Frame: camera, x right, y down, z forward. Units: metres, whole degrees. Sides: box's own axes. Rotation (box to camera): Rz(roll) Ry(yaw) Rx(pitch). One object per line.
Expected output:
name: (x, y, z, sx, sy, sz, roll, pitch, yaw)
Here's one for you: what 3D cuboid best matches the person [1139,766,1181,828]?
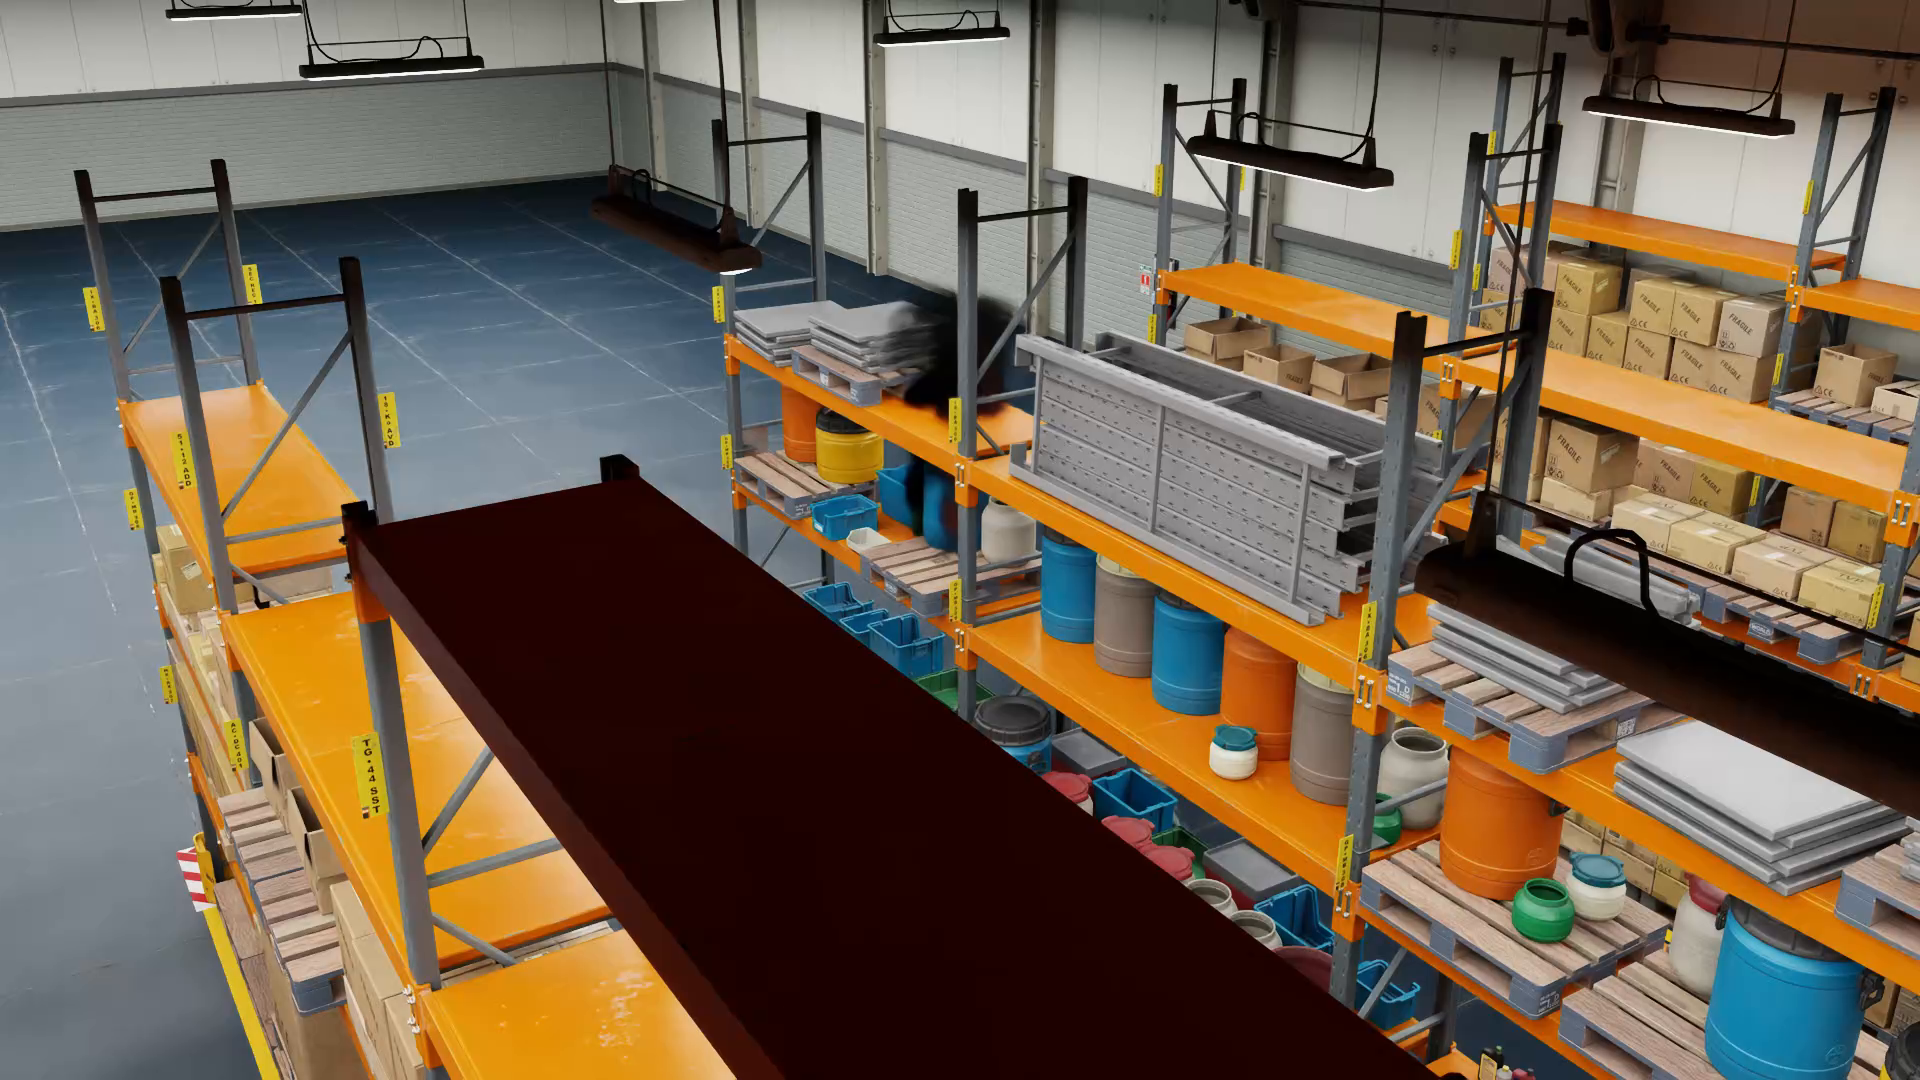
person: (1.720, 1.911, 14.251, 0.648, 1.730, 0.647, -15, 26, -33)
